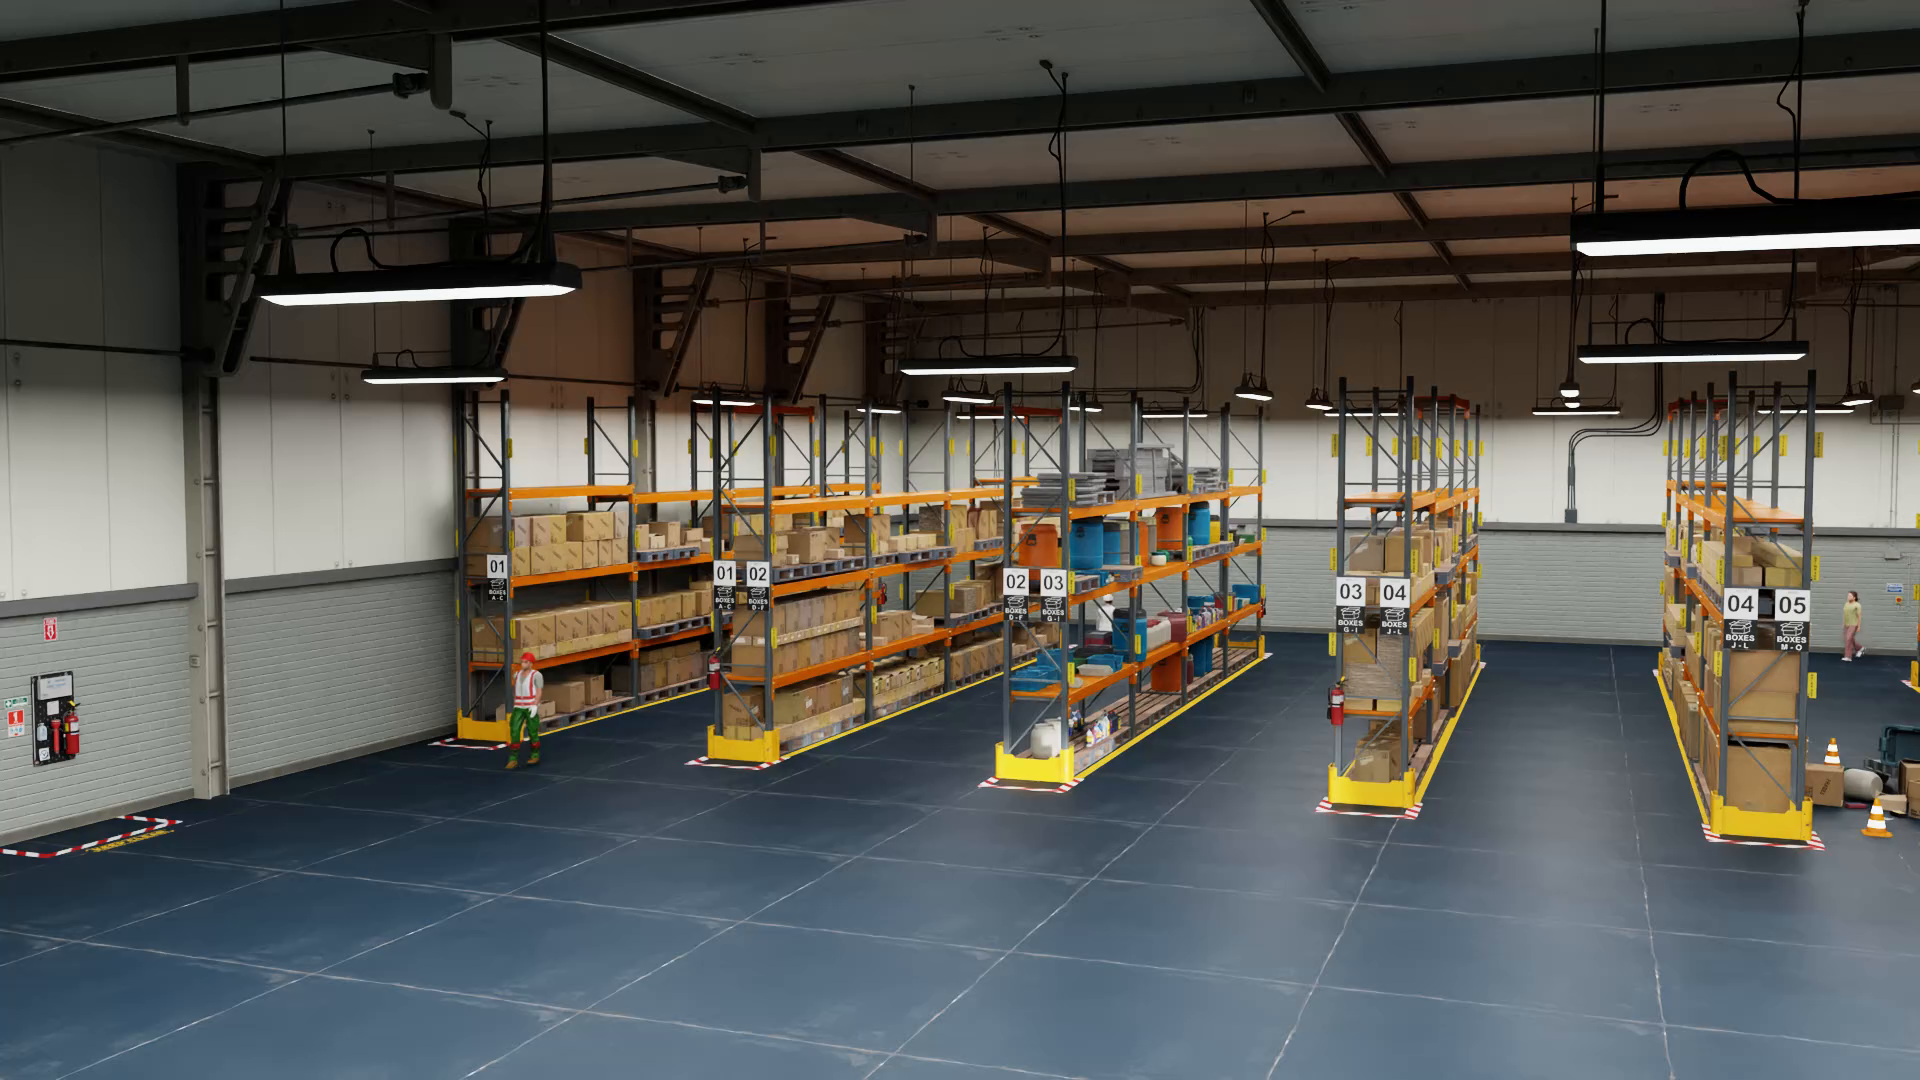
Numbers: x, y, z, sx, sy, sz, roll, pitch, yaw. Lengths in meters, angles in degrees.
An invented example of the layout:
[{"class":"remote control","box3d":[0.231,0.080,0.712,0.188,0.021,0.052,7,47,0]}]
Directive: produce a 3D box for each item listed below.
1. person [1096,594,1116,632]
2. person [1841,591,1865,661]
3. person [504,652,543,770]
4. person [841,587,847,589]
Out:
[{"class":"person","box3d":[3.337,2.048,37.192,0.570,1.712,0.671,2,4,26]},{"class":"person","box3d":[21.000,2.010,39.081,0.756,1.649,0.457,-1,3,-17]},{"class":"person","box3d":[-6.839,2.692,26.127,0.550,1.847,0.653,1,3,11]},{"class":"person","box3d":[-2.639,1.901,37.219,0.662,1.711,0.611,0,3,1]}]
